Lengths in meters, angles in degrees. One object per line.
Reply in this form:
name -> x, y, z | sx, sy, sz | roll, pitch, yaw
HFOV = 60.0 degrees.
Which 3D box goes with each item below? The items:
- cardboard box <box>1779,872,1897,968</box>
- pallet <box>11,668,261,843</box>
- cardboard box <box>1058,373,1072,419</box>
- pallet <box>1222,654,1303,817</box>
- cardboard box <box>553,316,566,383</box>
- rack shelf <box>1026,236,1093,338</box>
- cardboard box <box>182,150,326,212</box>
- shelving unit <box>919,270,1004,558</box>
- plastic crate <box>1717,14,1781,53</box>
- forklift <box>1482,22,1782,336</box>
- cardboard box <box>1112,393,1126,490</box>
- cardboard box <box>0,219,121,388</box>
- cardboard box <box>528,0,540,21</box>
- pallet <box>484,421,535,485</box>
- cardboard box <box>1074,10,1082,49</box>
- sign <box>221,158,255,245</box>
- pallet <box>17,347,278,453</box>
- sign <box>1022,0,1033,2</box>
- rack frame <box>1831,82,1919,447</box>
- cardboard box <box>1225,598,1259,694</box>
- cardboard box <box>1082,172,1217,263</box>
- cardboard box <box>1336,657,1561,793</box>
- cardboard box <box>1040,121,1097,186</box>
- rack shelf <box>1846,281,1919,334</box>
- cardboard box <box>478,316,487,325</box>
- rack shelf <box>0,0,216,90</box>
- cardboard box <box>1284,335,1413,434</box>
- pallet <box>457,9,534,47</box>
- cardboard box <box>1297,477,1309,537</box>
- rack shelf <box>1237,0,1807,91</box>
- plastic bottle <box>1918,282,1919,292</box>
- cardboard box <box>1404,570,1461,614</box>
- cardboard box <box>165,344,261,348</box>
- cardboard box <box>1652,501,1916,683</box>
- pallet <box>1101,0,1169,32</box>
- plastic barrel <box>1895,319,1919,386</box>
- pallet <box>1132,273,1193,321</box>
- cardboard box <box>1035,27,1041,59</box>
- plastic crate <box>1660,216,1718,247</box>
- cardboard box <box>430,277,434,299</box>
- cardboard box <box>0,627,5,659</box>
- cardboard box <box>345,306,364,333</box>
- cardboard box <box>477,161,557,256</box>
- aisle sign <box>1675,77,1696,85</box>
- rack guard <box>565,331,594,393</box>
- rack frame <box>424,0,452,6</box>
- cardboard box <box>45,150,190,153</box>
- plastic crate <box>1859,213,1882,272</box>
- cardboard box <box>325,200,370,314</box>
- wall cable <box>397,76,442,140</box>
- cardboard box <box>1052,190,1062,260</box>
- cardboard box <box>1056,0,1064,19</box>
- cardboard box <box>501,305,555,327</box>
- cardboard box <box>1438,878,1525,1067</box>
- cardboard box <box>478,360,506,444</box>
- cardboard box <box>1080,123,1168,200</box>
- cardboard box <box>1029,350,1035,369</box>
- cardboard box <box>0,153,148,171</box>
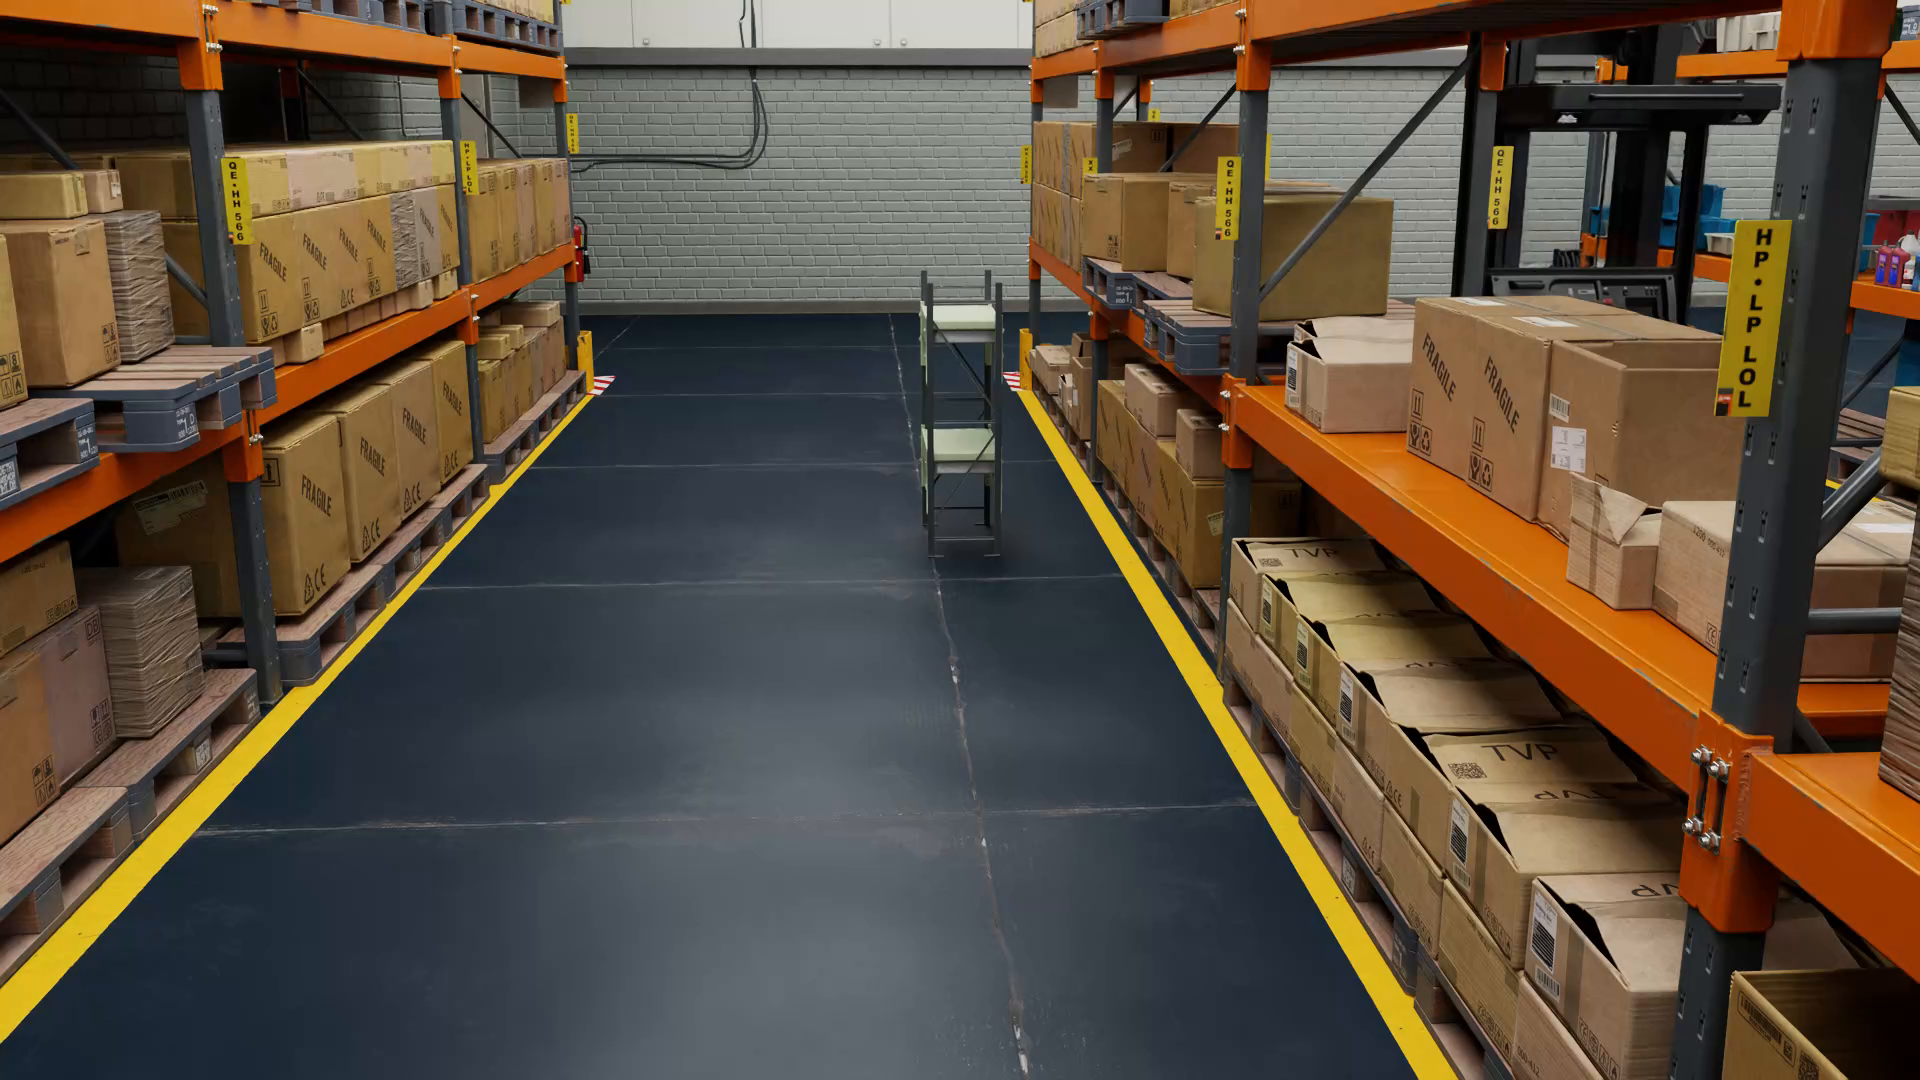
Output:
cardboard box -> 2.085, 0.896, 3.575 | 0.500, 0.311, 0.500 | -1, 14, -3
pallet -> -3.283, 0.773, 6.098 | 1.003, 0.211, 1.213 | -1, 14, -3
cardboard box -> 1.001, -1.079, 12.212 | 0.500, 0.311, 0.500 | -1, 14, -3
pallet -> 1.626, 0.707, 6.356 | 1.003, 0.211, 1.213 | -1, 14, -3
cardboard box -> -3.682, -1.582, 13.827 | 0.700, 0.500, 0.500 | -1, 14, -3
rack shelf -> 1.242, -1.993, 12.696 | 1.077, 0.370, 4.000 | -1, 14, -3
cardboard box -> -3.135, -1.588, 7.334 | 0.500, 0.250, 0.500 | -1, 14, -4
shelving unit -> 0.000, -0.725, 9.333 | 0.431, 1.500, 0.755 | -1, 14, -3
plastic crate -> 5.892, -3.754, 12.314 | 0.437, 0.282, 0.530 | -1, 14, -3
forklift -> 3.118, -1.141, 8.080 | 1.130, 2.935, 3.031 | -1, 14, -3
cardboard box -> 1.197, -0.590, 9.933 | 0.500, 0.500, 0.500 | -1, 14, -3
cardboard box -> -3.229, -0.778, 5.447 | 0.700, 0.500, 0.500 | -2, 15, -9
cardboard box -> -3.482, -4.086, 12.624 | 0.500, 0.250, 0.500 | -1, 14, -6
pallet -> -3.547, -0.606, 11.460 | 1.003, 0.211, 1.213 | -1, 14, -3
cardboard box -> 1.050, -3.465, 11.256 | 0.500, 0.250, 0.500 | -1, 14, -3
sign -> -2.789, -1.305, 6.413 | 0.100, 0.325, 0.005 | -1, 14, -3
pallet -> -3.180, -0.503, 5.848 | 1.213, 0.211, 1.003 | -1, 14, -3
sign -> 0.577, -4.706, 14.024 | 0.100, 0.325, 0.005 | -1, 14, -3
rack frame -> 6.310, -1.920, 10.967 | 1.000, 3.000, 0.127 | -1, 14, -3
cardboard box -> 1.353, 0.414, 6.573 | 0.500, 0.250, 0.500 | -1, 14, -4
cardboard box -> 1.172, -1.975, 10.137 | 0.700, 0.500, 0.500 | -6, 16, -22
cardboard box -> 1.456, 0.528, 5.006 | 0.500, 0.311, 0.500 | -1, 14, -4
cardboard box -> 0.923, -3.127, 13.453 | 0.500, 0.500, 0.500 | -1, 14, -3
rack shelf -> 6.434, -1.074, 9.123 | 1.077, 0.370, 4.000 | -1, 14, -3
cardboard box -> -3.810, -1.608, 12.630 | 0.380, 0.149, 0.250 | -1, 14, -3
rack shelf -> -3.206, -1.379, 4.289 | 1.077, 0.370, 4.000 | -1, 14, -3
cardboard box -> 1.476, -0.581, 5.942 | 0.500, 0.311, 0.500 | -1, 14, -4
pallet -> -3.691, -3.683, 11.978 | 1.003, 0.211, 1.213 | -1, 14, -3
cardboard box -> 1.833, -0.099, 8.026 | 0.500, 0.500, 0.500 | -1, 14, -5
rack shelf -> 1.738, -1.456, 4.590 | 1.077, 0.370, 4.000 | -1, 14, -3
plastic bottle -> 5.981, -1.647, 10.158 | 0.152, 0.276, 0.135 | -1, 14, -3
cardboard box -> 1.931, 0.263, 6.034 | 0.500, 0.311, 0.500 | -1, 14, -4
cardboard box -> -3.119, -0.745, 6.867 | 0.380, 0.149, 0.250 | -1, 14, -4
cardboard box -> 1.788, 0.096, 3.433 | 0.500, 0.250, 0.500 | 0, 14, 0
pallet -> 1.404, -2.784, 8.686 | 1.213, 0.211, 1.003 | -1, 14, -3
plastic barrel -> 6.327, -0.971, 10.649 | 0.600, 0.901, 0.708 | -1, 14, -3
pallet -> 1.489, -1.240, 8.710 | 1.003, 0.211, 1.213 | -1, 14, -3
cardboard box -> 0.896, -4.087, 13.673 | 0.500, 0.250, 0.500 | -1, 14, -3
plastic crate -> 5.831, -2.468, 13.316 | 0.416, 0.233, 0.300 | -1, 14, -3
cardboard box -> -3.264, -1.447, 9.596 | 0.380, 0.149, 0.250 | 0, 14, -2
cardboard box -> -3.224, 0.311, 4.925 | 0.500, 0.250, 0.500 | -1, 14, -4
cardboard box -> -3.225, -1.127, 8.349 | 0.380, 0.149, 0.250 | -1, 14, -3
cardboard box -> -3.728, -2.599, 13.007 | 0.980, 0.700, 0.700 | -1, 14, -4
aisle sign -> 6.350, -4.196, 14.597 | 0.394, 0.787, 0.004 | -1, 14, -3
rack guard -> -3.827, -1.557, 14.574 | 1.175, 0.500, 0.348 | -1, 14, -3
rack frame -> -3.578, -4.672, 9.625 | 1.000, 3.000, 0.127 | -1, 14, -3
cardboard box -> -3.645, -1.575, 7.284 | 0.500, 0.250, 0.500 | -1, 14, -5
plastic crate -> 5.941, -2.052, 11.392 | 0.392, 0.384, 0.575 | -1, 14, -3
cardboard box -> -3.158, -1.353, 7.926 | 0.500, 0.500, 0.500 | -1, 14, -4
wall cable -> -4.849, -3.557, 15.293 | 0.084, 1.984, 1.851 | -1, 14, -3
cardboard box -> 0.977, -2.395, 12.616 | 0.500, 0.500, 0.500 | -1, 14, -3
cardboard box -> 0.979, -3.956, 12.160 | 0.500, 0.250, 0.500 | -1, 14, -3
cardboard box -> -3.476, -1.803, 13.386 | 0.380, 0.149, 0.250 | 0, 14, -2
cardboard box -> 1.517, 1.049, 4.103 | 0.500, 0.250, 0.500 | -1, 14, -4
cardboard box -> -3.522, -0.947, 11.361 | 0.700, 0.500, 0.500 | -1, 14, -3
cardboard box -> 1.076, -2.498, 11.010 | 0.500, 0.500, 0.500 | -1, 14, -3
cardboard box -> 0.801, -1.562, 14.415 | 0.380, 0.149, 0.250 | -1, 14, -3
cardboard box -> -3.617, -1.446, 6.784 | 0.500, 0.250, 0.500 | 0, 14, -2
